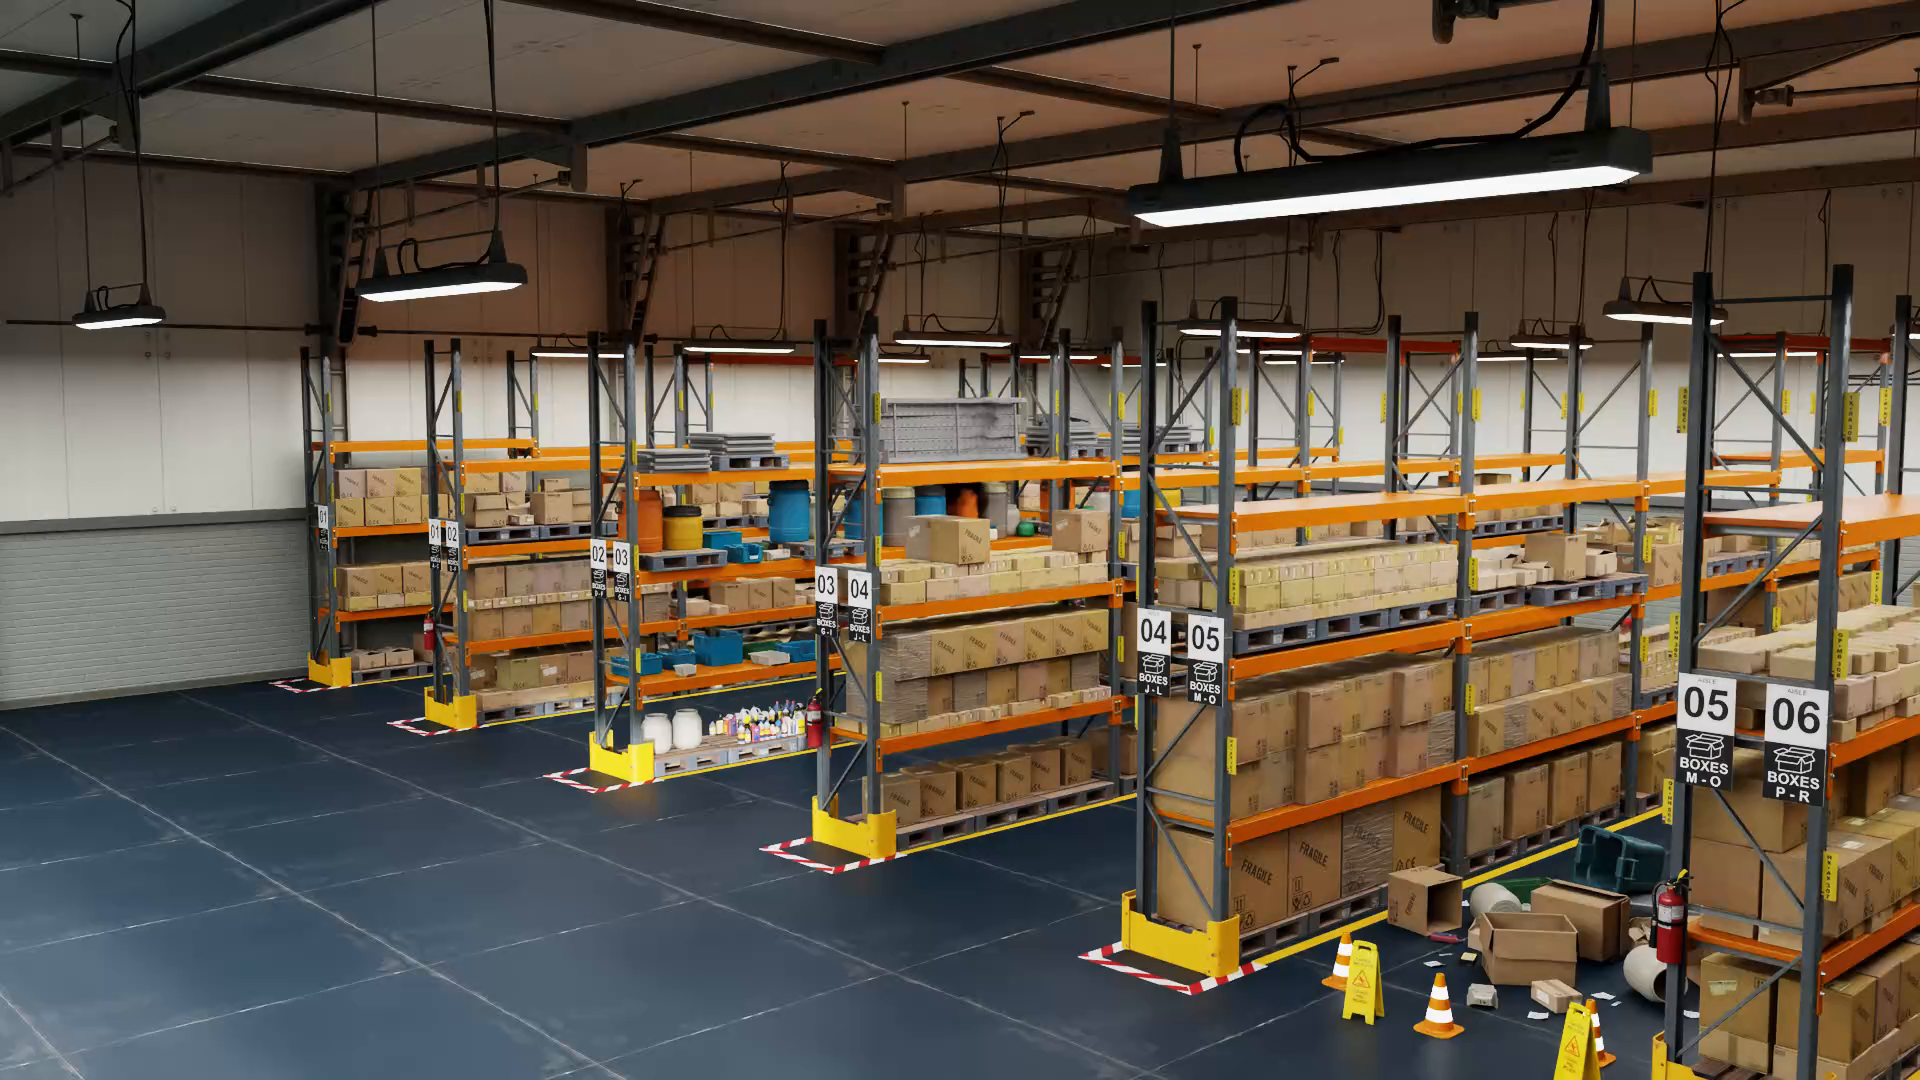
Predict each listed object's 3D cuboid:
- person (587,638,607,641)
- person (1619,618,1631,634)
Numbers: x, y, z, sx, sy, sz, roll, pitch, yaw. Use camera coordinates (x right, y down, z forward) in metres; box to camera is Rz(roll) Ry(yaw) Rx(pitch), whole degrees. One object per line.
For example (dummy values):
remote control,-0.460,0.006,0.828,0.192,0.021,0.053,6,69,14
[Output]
person,-6.534,1.658,30.018,0.698,1.735,0.826,4,6,38
person,10.076,2.075,25.010,0.925,1.830,0.674,-4,6,-38
